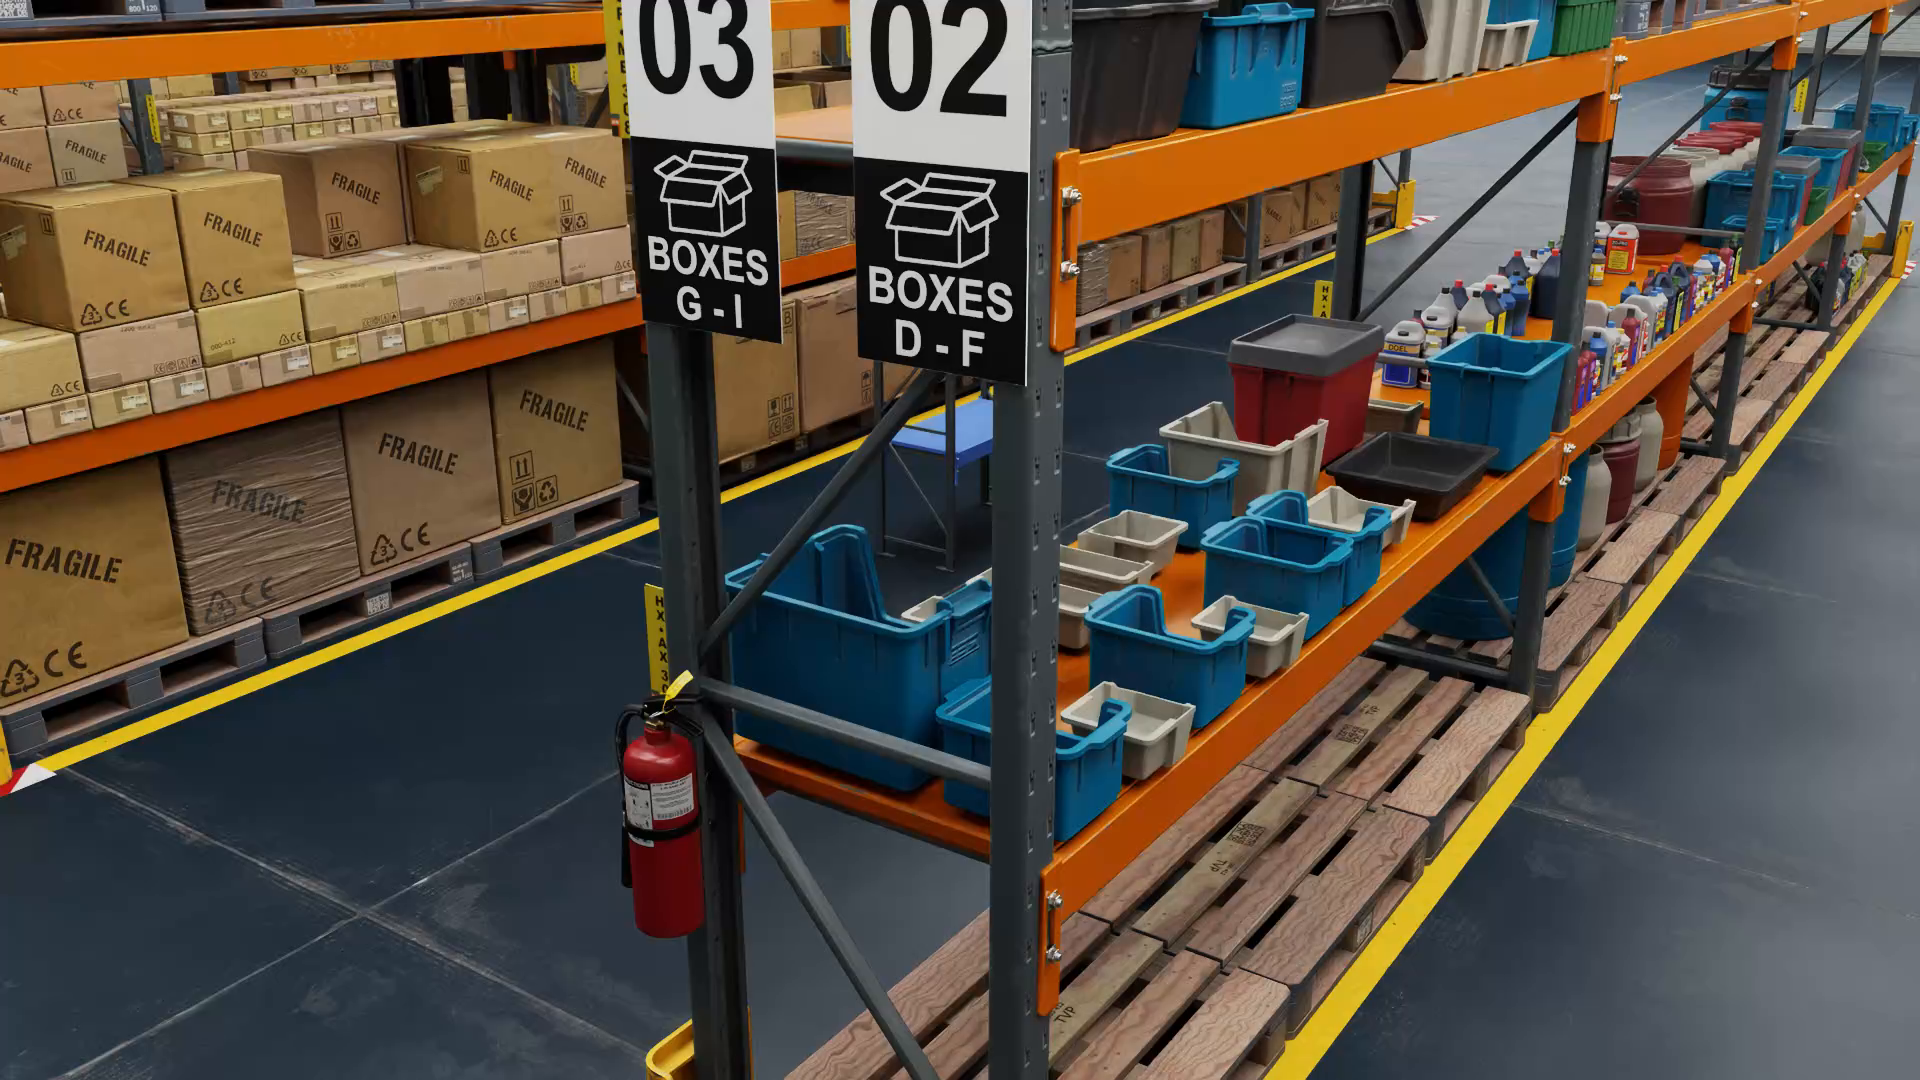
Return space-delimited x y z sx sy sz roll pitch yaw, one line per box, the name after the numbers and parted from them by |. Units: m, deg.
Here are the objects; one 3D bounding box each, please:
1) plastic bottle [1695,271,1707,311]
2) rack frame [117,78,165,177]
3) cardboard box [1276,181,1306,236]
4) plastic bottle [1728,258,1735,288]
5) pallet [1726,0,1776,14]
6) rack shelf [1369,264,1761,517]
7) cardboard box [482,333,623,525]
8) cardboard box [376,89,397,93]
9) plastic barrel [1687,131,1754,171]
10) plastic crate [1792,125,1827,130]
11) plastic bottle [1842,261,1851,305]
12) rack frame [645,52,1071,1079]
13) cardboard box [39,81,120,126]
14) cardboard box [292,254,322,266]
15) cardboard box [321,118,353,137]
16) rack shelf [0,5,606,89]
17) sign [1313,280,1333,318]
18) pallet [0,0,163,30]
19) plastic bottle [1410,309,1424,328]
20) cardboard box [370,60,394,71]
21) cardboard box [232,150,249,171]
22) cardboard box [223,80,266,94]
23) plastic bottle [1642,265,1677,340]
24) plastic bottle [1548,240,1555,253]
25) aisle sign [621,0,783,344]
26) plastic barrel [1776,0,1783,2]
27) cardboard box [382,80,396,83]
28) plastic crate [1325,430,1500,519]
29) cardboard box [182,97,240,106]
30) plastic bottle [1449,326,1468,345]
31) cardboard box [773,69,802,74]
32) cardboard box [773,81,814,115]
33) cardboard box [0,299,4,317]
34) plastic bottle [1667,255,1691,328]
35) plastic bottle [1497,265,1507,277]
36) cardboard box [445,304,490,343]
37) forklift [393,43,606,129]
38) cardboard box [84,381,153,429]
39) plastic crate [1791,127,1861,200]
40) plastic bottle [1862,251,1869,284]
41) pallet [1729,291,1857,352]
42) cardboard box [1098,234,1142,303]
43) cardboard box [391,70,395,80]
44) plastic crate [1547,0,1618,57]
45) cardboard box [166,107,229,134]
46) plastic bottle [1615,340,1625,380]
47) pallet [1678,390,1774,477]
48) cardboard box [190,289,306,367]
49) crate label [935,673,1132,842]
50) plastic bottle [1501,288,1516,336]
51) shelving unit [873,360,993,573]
3.895 -1.322 8.802 0.097 0.201 0.097 0 20 0 | plastic bottle
-6.138 -2.665 12.145 1.000 3.000 0.127 13 24 32 | rack frame
3.262 -3.454 17.278 0.500 0.500 0.500 11 23 27 | cardboard box
4.298 -1.528 9.358 0.097 0.201 0.097 0 20 0 | plastic bottle
3.741 -2.968 8.913 1.003 0.211 1.213 13 24 32 | pallet
3.128 -0.939 8.516 1.077 0.370 4.000 13 24 32 | rack shelf
-2.530 -0.695 9.277 0.875 0.875 0.875 13 24 32 | cardboard box
-4.514 -3.570 13.491 0.380 0.149 0.250 15 25 34 | cardboard box
5.369 -2.619 11.826 0.433 0.535 0.433 0 20 0 | plastic barrel
7.980 -3.828 15.669 0.298 0.136 0.250 13 24 32 | plastic crate
7.404 -2.166 13.982 0.144 0.351 0.185 12 24 30 | plastic bottle
-0.245 0.445 3.737 1.000 3.000 0.127 13 24 32 | rack frame
-6.178 -3.132 11.395 0.500 0.500 0.500 12 24 30 | cardboard box
-3.427 -1.222 8.033 0.500 0.250 0.500 13 24 32 | cardboard box
-4.952 -3.208 12.942 0.380 0.149 0.250 14 25 34 | cardboard box
-3.217 -2.164 7.504 1.077 0.370 4.000 13 24 32 | rack shelf
1.550 -0.940 7.083 0.100 0.325 0.005 13 24 32 | sign
-3.933 -2.101 6.424 1.003 0.211 1.213 13 24 32 | pallet
2.050 -0.899 7.540 0.061 0.283 0.133 13 24 32 | plastic bottle
-6.728 -5.662 19.071 0.500 0.500 0.500 12 24 30 | cardboard box
-5.385 -2.848 12.397 0.380 0.149 0.250 14 24 33 | cardboard box
-7.703 -4.885 17.904 0.380 0.149 0.250 12 23 29 | cardboard box
3.432 -1.171 8.178 0.144 0.351 0.185 13 24 32 | plastic bottle
3.239 -1.506 9.180 0.061 0.283 0.133 13 24 32 | plastic bottle
-0.528 -0.810 3.385 0.394 0.787 0.004 13 24 32 | aisle sign
4.680 -3.339 9.482 0.421 0.512 0.421 0 20 0 | plastic barrel
-4.749 -3.853 14.256 0.380 0.149 0.250 12 24 30 | cardboard box
1.597 -0.228 5.867 0.437 0.125 0.590 13 24 32 | plastic crate
-5.776 -3.327 12.835 0.380 0.149 0.250 12 24 30 | cardboard box
2.277 -0.871 7.583 0.097 0.201 0.097 0 20 0 | plastic bottle
-1.997 -4.660 17.395 0.500 0.500 0.500 13 24 31 | cardboard box
-1.345 -2.565 10.286 0.797 0.503 0.637 14 24 32 | cardboard box
-4.285 -1.132 6.709 0.500 0.500 0.500 14 24 32 | cardboard box
3.611 -1.262 8.424 0.144 0.351 0.185 13 24 32 | plastic bottle
2.745 -1.254 8.499 0.061 0.283 0.133 13 24 32 | plastic bottle
-2.571 -1.104 8.287 0.380 0.149 0.250 14 24 33 | cardboard box
-3.144 -2.576 12.004 1.130 2.935 3.031 13 24 31 | forklift
-3.582 -0.588 6.892 0.380 0.149 0.250 13 24 31 | cardboard box
6.482 -2.829 12.497 0.402 0.464 0.583 13 24 32 | plastic crate
8.029 -2.428 14.787 0.061 0.283 0.133 14 24 33 | plastic bottle
6.913 -1.874 14.028 1.003 0.211 1.213 13 24 32 | pallet
1.130 -2.372 14.322 0.700 0.500 0.500 16 25 36 | cardboard box
-6.671 -5.428 19.374 0.380 0.149 0.250 12 24 30 | cardboard box
2.016 -1.829 5.868 0.450 0.188 0.662 13 24 32 | plastic crate
-5.536 -3.046 12.075 0.380 0.149 0.250 15 25 35 | cardboard box
2.927 -0.828 7.467 0.097 0.201 0.097 0 20 0 | plastic bottle
4.720 -0.757 11.007 1.003 0.211 1.213 13 24 32 | pallet
-3.276 -0.969 7.347 0.500 0.250 0.500 12 24 30 | cardboard box
0.166 0.489 3.774 0.416 0.233 0.303 13 24 32 | crate label
2.636 -1.087 8.066 0.097 0.271 0.097 0 20 0 | plastic bottle
0.048 -0.728 9.071 0.538 1.500 1.048 13 24 32 | shelving unit
